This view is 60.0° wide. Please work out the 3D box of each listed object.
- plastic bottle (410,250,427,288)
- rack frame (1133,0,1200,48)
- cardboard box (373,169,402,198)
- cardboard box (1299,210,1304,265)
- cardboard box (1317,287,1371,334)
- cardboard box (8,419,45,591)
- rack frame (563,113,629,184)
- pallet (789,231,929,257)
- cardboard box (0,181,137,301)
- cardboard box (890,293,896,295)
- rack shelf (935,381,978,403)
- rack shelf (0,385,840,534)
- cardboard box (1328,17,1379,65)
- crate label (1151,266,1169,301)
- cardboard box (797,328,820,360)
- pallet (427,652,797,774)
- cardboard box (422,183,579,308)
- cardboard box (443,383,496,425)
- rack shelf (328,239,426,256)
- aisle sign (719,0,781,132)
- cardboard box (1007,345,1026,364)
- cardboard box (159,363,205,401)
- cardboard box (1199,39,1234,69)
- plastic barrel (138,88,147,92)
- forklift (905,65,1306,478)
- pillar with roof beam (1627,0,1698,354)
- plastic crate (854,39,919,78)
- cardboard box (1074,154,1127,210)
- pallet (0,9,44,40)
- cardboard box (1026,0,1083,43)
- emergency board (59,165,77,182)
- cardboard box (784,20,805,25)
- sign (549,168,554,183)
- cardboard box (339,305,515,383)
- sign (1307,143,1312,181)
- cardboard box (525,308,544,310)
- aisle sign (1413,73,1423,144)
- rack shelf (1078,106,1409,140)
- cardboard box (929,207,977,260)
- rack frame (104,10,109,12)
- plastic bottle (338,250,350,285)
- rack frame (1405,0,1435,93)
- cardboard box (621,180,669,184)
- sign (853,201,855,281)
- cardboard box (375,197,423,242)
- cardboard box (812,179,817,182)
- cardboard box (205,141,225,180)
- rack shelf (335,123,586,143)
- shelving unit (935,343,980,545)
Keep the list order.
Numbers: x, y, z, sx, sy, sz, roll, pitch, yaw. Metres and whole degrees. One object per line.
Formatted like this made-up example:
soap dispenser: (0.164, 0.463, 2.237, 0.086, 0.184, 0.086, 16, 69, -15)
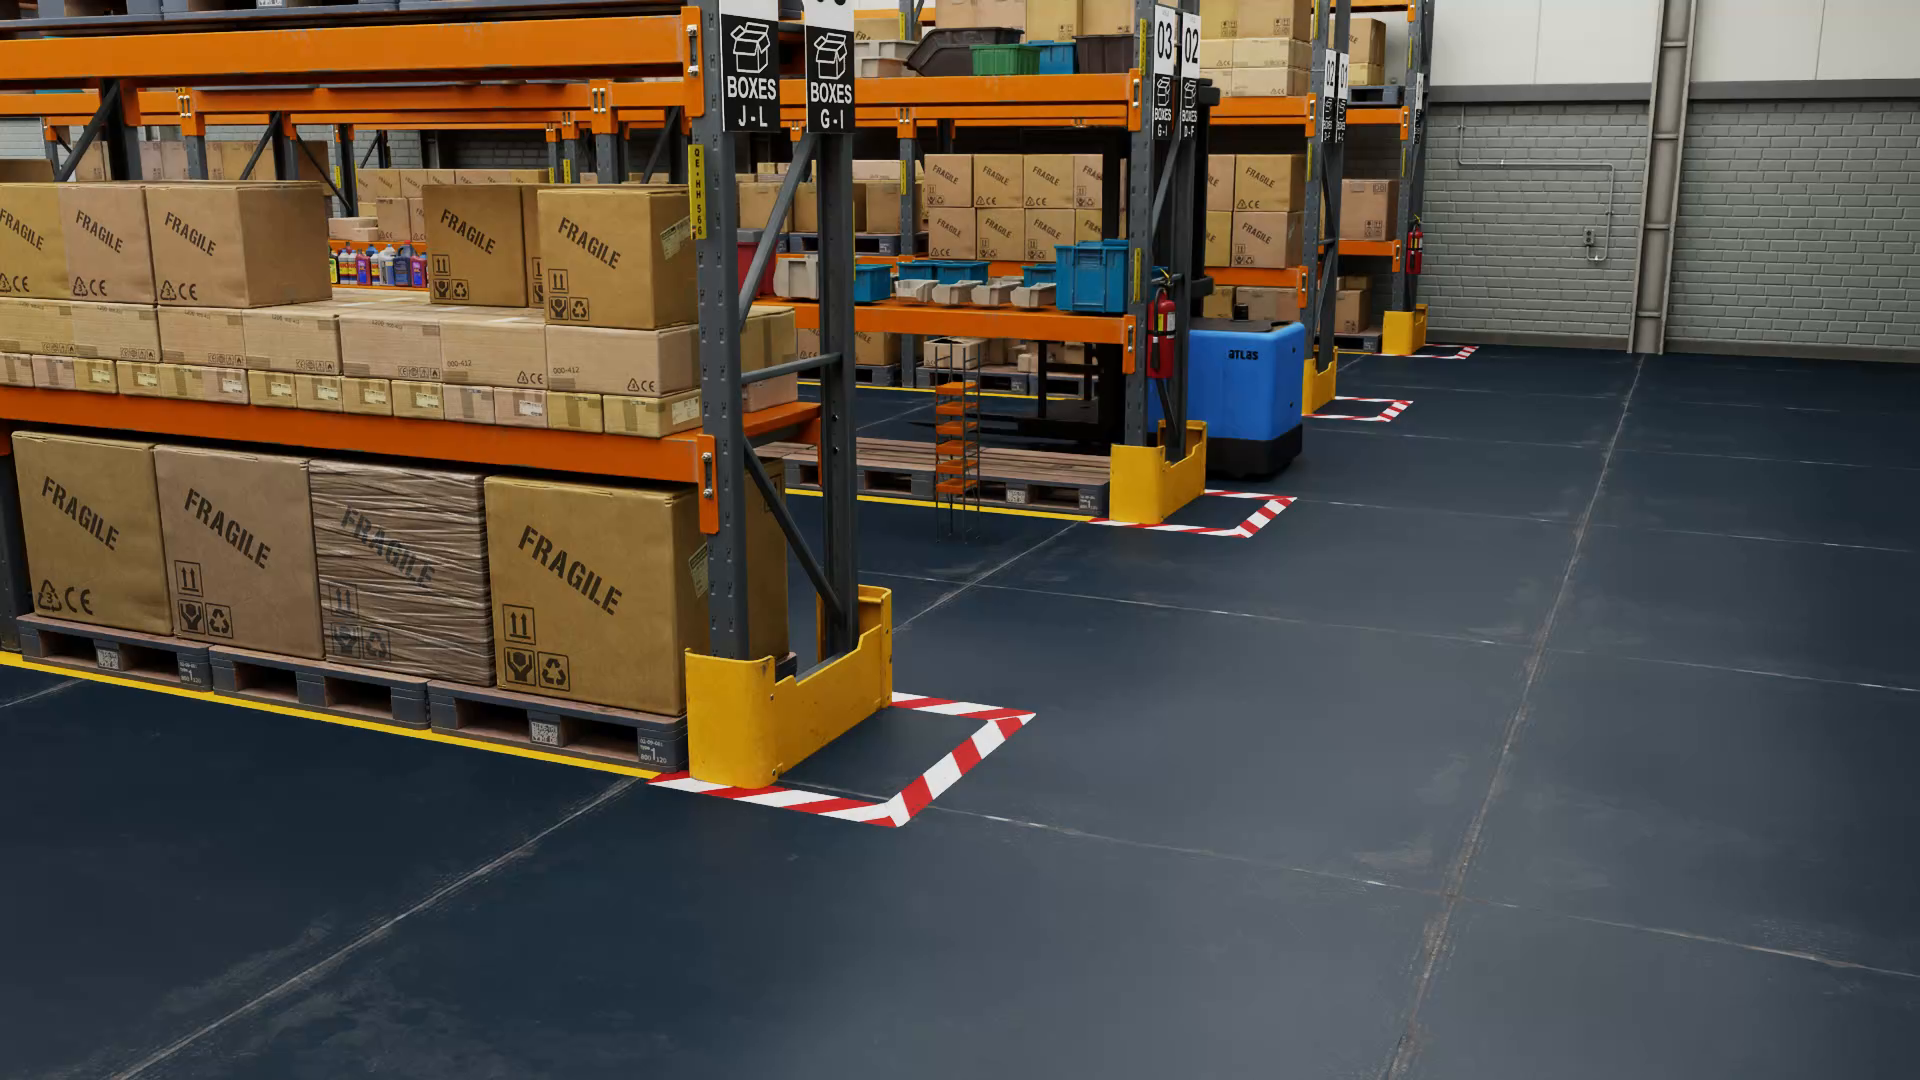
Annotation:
plastic bottle: (-4.192, -2.100, 12.895, 0.133, 0.283, 0.061, 6, 14, 23)
rack frame: (1.316, -4.613, 10.214, 0.127, 3.000, 1.000, 6, 14, 23)
cardboard box: (-8.537, -5.389, 25.296, 0.500, 0.500, 0.500, 6, 14, 23)
cardboard box: (3.027, -2.871, 15.705, 0.500, 0.500, 0.500, 6, 15, 24)
cardboard box: (4.649, -2.792, 20.142, 0.500, 0.500, 0.700, 6, 14, 23)
cardboard box: (-4.940, -0.253, 8.497, 0.875, 0.875, 1.225, 6, 14, 23)
rack frame: (-3.988, -3.466, 18.461, 0.127, 3.000, 1.000, 6, 14, 23)
pallet: (-1.018, -3.099, 17.318, 1.213, 0.211, 1.003, 6, 14, 23)
cardboard box: (-4.013, -1.367, 7.548, 0.500, 0.500, 0.500, 6, 14, 23)
cardboard box: (-0.568, -3.481, 22.312, 0.750, 0.750, 0.750, 6, 14, 23)
rack shelf: (-0.013, -0.893, 10.051, 0.180, 0.103, 0.258, 6, 14, 23)
rack shelf: (-2.518, -0.492, 7.361, 4.000, 0.370, 1.077, 6, 14, 23)
cardboard box: (4.549, -5.777, 19.292, 0.500, 0.500, 0.500, 6, 14, 23)
crate label: (1.224, -1.731, 11.302, 0.303, 0.233, 0.416, 6, 14, 23)
cardboard box: (-1.347, -2.127, 17.261, 0.500, 0.500, 0.500, 6, 14, 23)
pallet: (-1.453, 0.643, 7.054, 1.213, 0.211, 1.003, 6, 14, 23)
cardboard box: (-1.953, -1.288, 7.213, 0.500, 0.500, 0.500, 5, 14, 22)
cardboard box: (-1.845, -0.570, 6.667, 0.250, 0.149, 0.380, 6, 15, 24)
rack shelf: (-5.817, -3.301, 19.332, 4.000, 0.370, 1.077, 6, 14, 23)
aisle sign: (-0.746, -1.854, 5.898, 0.004, 0.787, 0.394, 6, 14, 23)
cardboard box: (0.672, -1.907, 17.093, 0.250, 0.149, 0.380, 6, 14, 23)
cardboard box: (-3.255, -0.712, 7.274, 0.250, 0.149, 0.380, 6, 14, 22)
cardboard box: (2.296, -4.397, 15.096, 0.500, 0.250, 0.500, 6, 14, 23)
plastic barrel: (-7.259, -4.283, 14.437, 0.708, 0.830, 0.600, 6, 14, 23)
forklift: (1.070, -2.080, 12.703, 3.031, 2.935, 1.130, 6, 14, 24)
pillar with roof beam: (6.404, -5.713, 14.905, 0.400, 9.000, 9.100, 6, 14, 23)
plastic crate: (-0.585, -3.364, 11.718, 0.530, 0.282, 0.437, 6, 14, 23)
cardboard box: (1.400, -3.386, 15.713, 0.500, 0.500, 0.500, 6, 15, 25)
pallet: (-5.205, -2.469, 8.064, 1.217, 0.209, 0.805, 5, 14, 21)
cardboard box: (0.988, -4.934, 15.743, 0.500, 0.500, 0.700, 6, 14, 23)
emergency board: (-16.039, -6.149, 29.895, 0.643, 1.169, 0.194, 6, 14, 23)
cardboard box: (-1.382, -4.977, 16.978, 0.600, 0.600, 0.600, 6, 14, 23)
sign: (-5.855, -5.179, 23.864, 0.005, 0.325, 0.100, 6, 14, 23)
cardboard box: (-2.169, -0.813, 6.829, 0.500, 0.250, 0.500, 5, 14, 21)
sign: (3.083, -3.330, 14.652, 0.005, 0.325, 0.100, 6, 14, 23)
cardboard box: (-1.497, -0.877, 7.102, 0.500, 0.250, 0.500, 6, 14, 23)
aisle sign: (5.273, -4.957, 19.125, 0.004, 0.787, 0.394, 6, 14, 23)
rack shelf: (3.500, -5.056, 20.245, 4.000, 0.370, 1.077, 6, 14, 23)
cardboard box: (0.024, -3.041, 16.429, 0.500, 0.500, 0.500, 6, 15, 25)
rack frame: (-4.347, -3.948, 7.382, 0.127, 3.000, 1.000, 6, 14, 23)
plastic bottle: (-4.883, -2.169, 13.214, 0.097, 0.271, 0.097, 0, 13, 0)
rack frame: (5.329, -6.682, 19.032, 0.127, 3.000, 1.000, 6, 14, 23)
cardboard box: (-3.367, -3.685, 18.254, 0.500, 0.500, 0.700, 1, 13, 4)
sign: (-0.460, -1.233, 6.874, 0.005, 0.325, 0.100, 6, 14, 23)
cardboard box: (-6.468, -3.762, 19.502, 0.500, 0.500, 0.500, 7, 15, 27)
cardboard box: (-1.645, -4.606, 22.405, 0.500, 0.500, 0.500, 6, 15, 25)
cardboard box: (-8.974, -4.649, 20.444, 0.500, 0.500, 0.700, 6, 14, 23)
rack shelf: (-7.471, -6.167, 24.977, 4.000, 0.370, 1.077, 6, 14, 23)
shelving unit: (-0.013, -0.585, 10.123, 0.189, 1.200, 0.258, 6, 14, 23)
